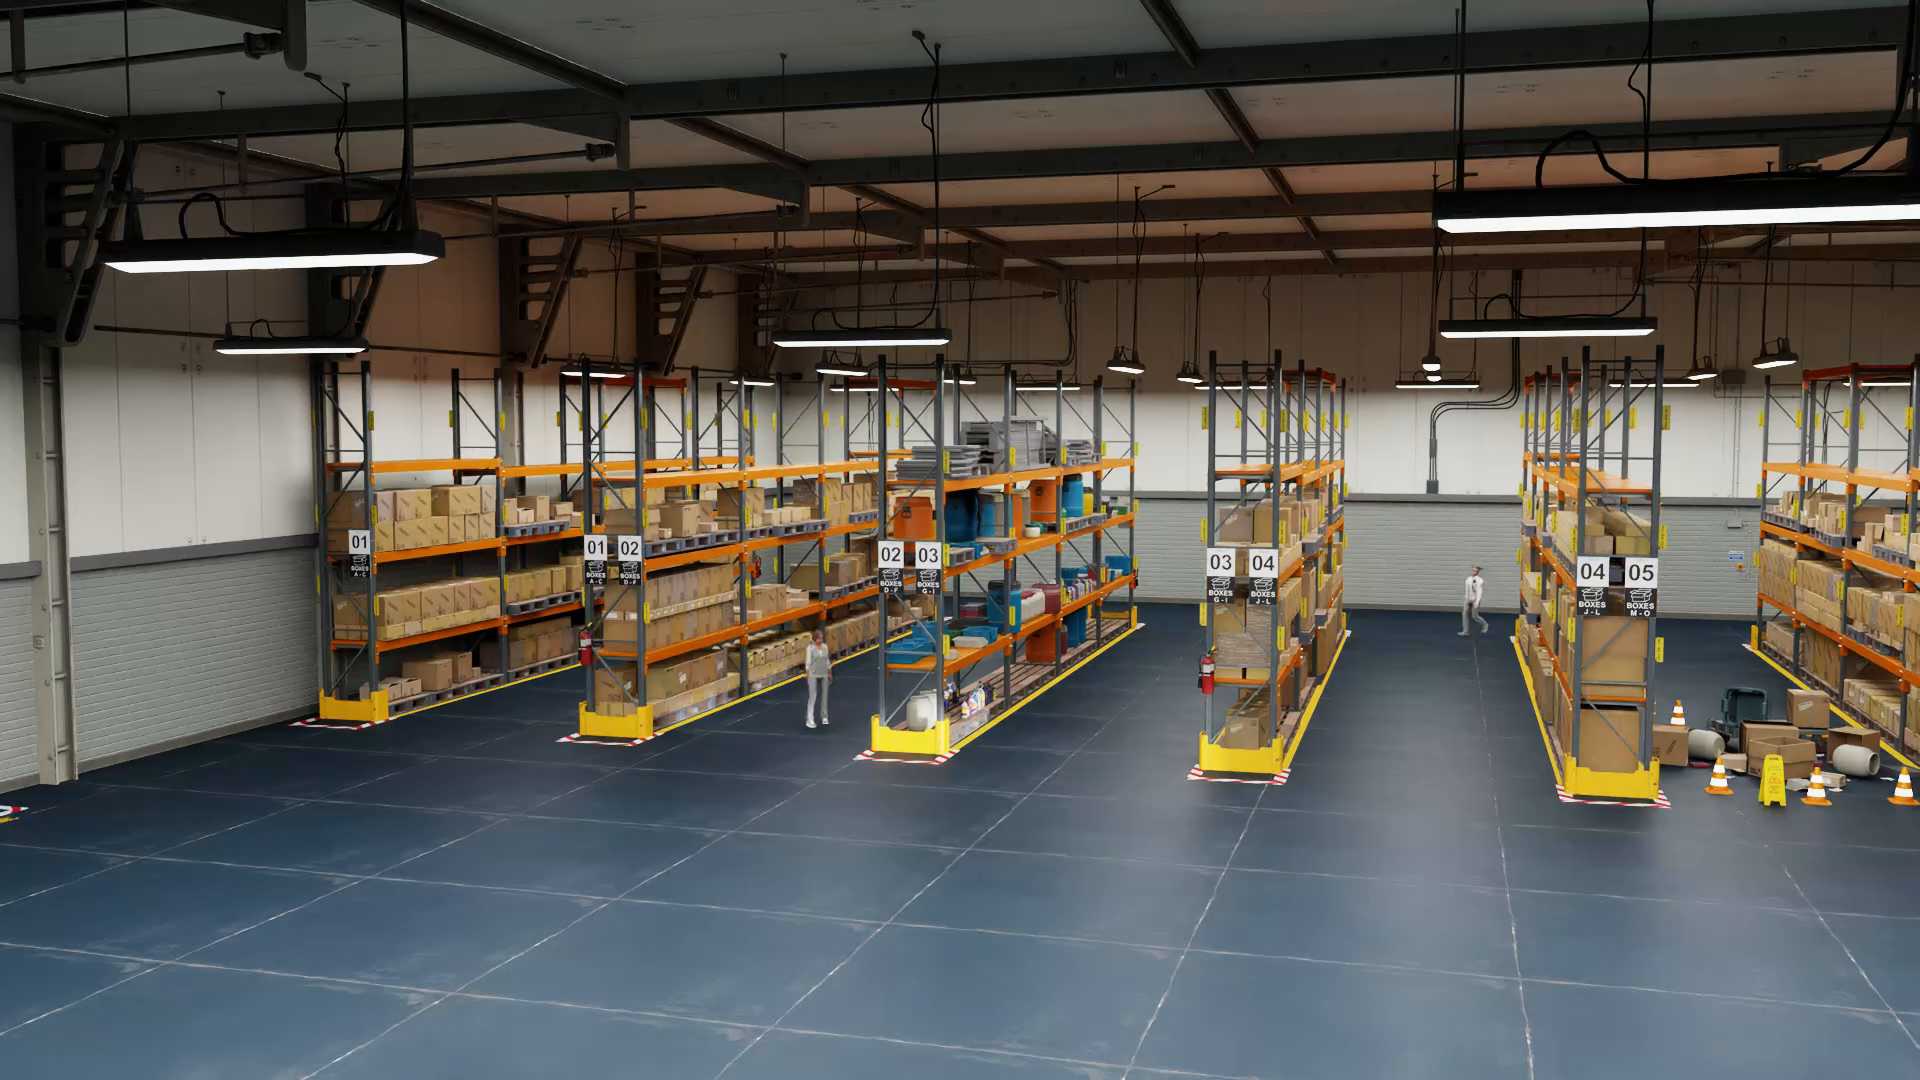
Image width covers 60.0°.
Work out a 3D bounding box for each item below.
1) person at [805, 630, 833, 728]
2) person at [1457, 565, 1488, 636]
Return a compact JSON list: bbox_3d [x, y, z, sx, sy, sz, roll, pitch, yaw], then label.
[{"bbox_3d":[-2.316,2.268,27.338,0.448,1.609,0.360,-2,5,-30],"label":"person"},{"bbox_3d":[11.937,1.399,38.610,0.647,1.654,0.490,-2,5,-26],"label":"person"}]
